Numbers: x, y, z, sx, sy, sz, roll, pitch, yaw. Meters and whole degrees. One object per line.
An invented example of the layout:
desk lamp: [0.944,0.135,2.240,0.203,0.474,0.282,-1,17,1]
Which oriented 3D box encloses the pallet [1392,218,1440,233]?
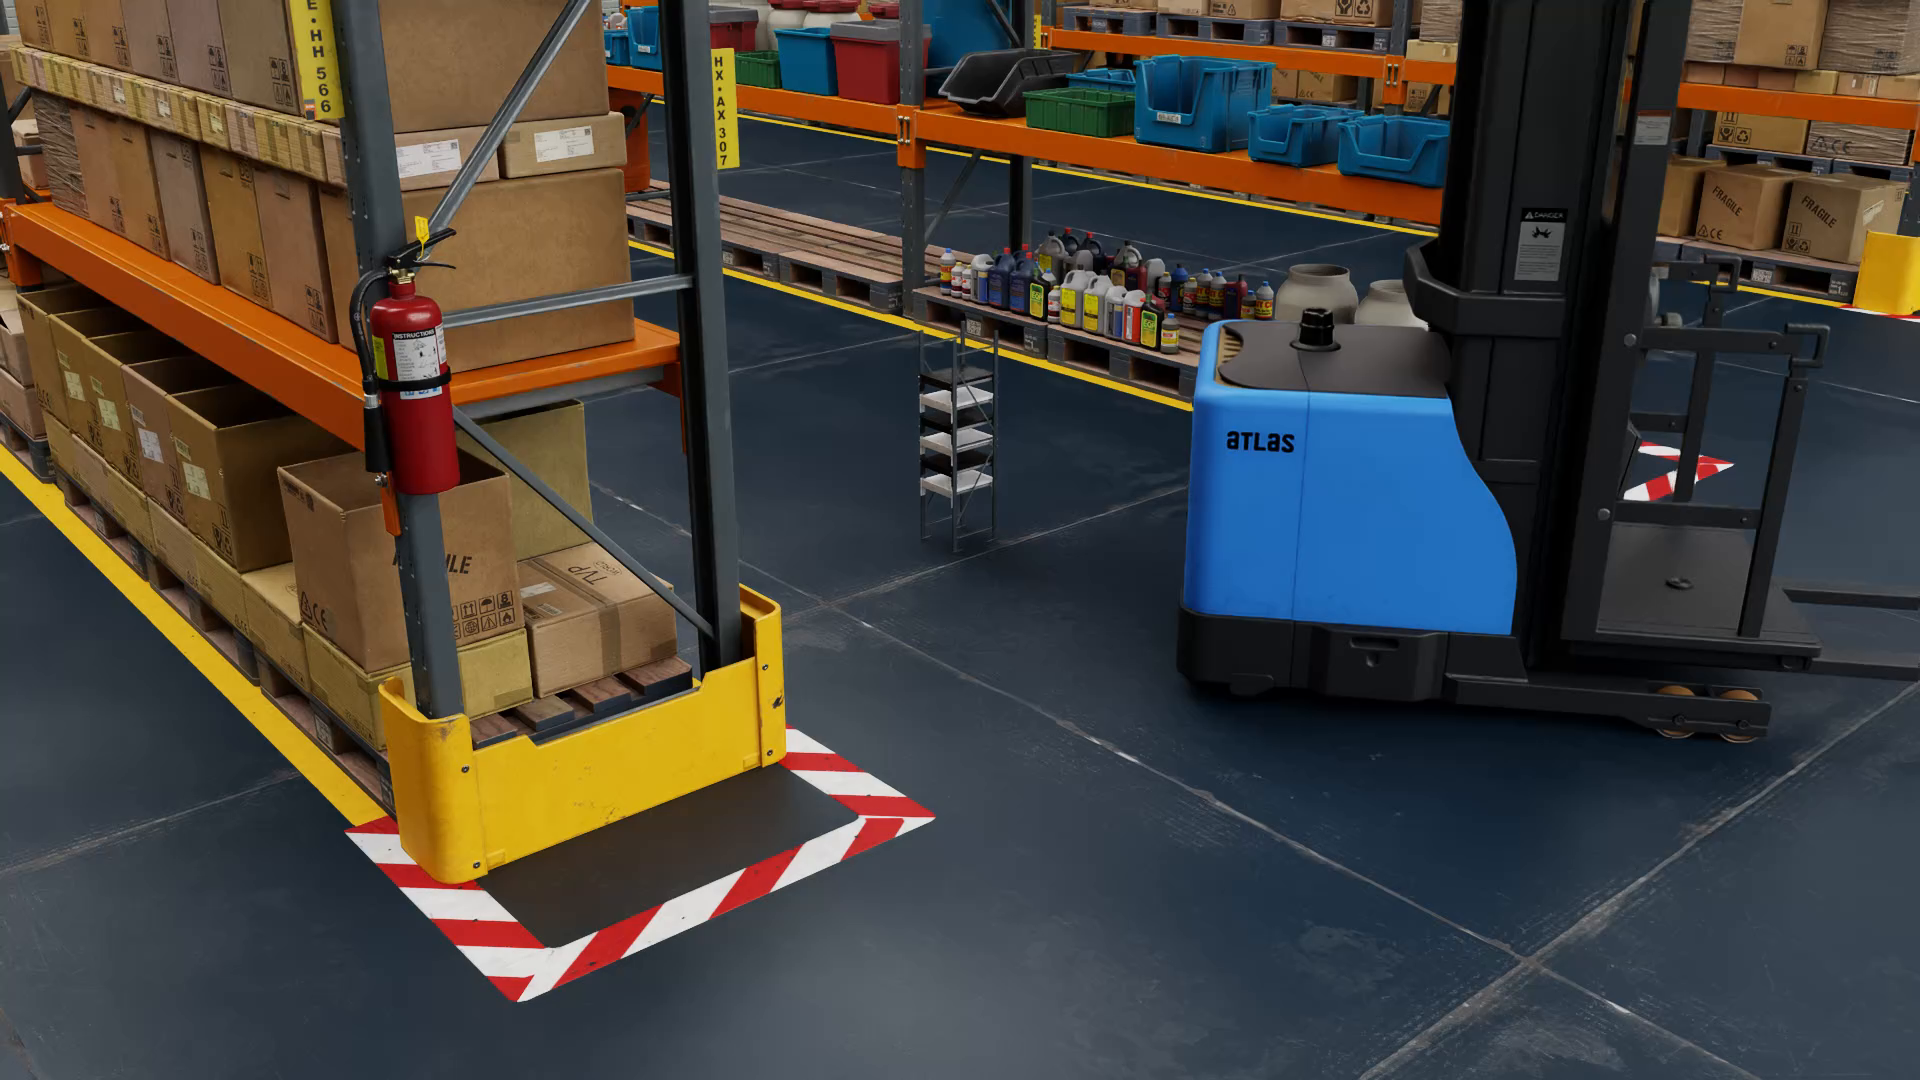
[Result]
pallet: [4.269,-2.621,13.385,1.003,0.211,1.213,-17,27,-37]

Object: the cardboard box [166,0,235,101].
cardboard box: [-2.099,-1.714,5.331,0.700,0.500,0.500,-17,27,-37]

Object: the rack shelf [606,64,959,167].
rack shelf: [-1.253,-3.135,11.861,1.077,0.370,4.000,-17,27,-37]

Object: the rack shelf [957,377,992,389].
rack shelf: [-0.005,-0.656,6.734,0.199,0.015,0.184,-17,27,-37]

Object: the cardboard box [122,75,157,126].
cardboard box: [-2.660,-1.540,5.776,0.380,0.149,0.250,-18,28,-38]

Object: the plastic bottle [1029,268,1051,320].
plastic bottle: [0.464,-1.428,9.637,0.061,0.283,0.133,-16,26,-35]

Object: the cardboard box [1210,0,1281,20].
cardboard box: [2.603,-4.797,14.400,0.797,0.503,0.637,-14,26,-32]

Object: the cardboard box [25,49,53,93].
cardboard box: [-3.510,-1.898,6.690,0.380,0.149,0.250,-17,27,-37]

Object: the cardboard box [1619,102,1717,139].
cardboard box: [7.154,-4.547,16.989,1.050,0.750,0.750,-18,27,-38]

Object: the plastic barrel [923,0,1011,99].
plastic barrel: [0.029,-3.329,10.684,0.600,0.901,0.708,-17,27,-37]

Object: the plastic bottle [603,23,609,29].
plastic bottle: [-2.981,-4.219,13.915,0.097,0.201,0.097,0,21,0]

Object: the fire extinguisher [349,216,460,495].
fire extinguisher: [-1.367,-0.454,4.137,0.296,0.674,0.183,-17,27,-37]

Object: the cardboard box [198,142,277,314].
cardboard box: [-2.053,-1.095,5.529,0.700,0.500,0.500,-17,27,-37]

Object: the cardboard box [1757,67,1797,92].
cardboard box: [5.556,-3.102,11.136,0.380,0.149,0.250,-17,27,-37]

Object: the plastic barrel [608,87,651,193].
plastic barrel: [-2.891,-3.338,13.794,0.600,0.830,0.708,-17,27,-37]

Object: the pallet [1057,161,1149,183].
pallet: [1.702,-3.687,16.107,1.003,0.211,1.213,-17,27,-37]

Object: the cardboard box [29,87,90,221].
cardboard box: [-3.409,-1.664,6.983,0.700,0.500,0.500,-18,28,-39]

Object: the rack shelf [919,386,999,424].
rack shelf: [-0.005,-0.558,6.772,0.258,0.077,0.200,-17,27,-37]

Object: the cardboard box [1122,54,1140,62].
cardboard box: [2.412,-6.642,22.755,0.380,0.149,0.250,-16,26,-35]

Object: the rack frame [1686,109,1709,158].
rack frame: [7.628,-5.249,16.272,1.000,3.000,0.127,-17,27,-37]

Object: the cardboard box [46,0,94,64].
cardboard box: [-3.078,-2.129,6.391,0.700,0.500,0.500,-18,27,-38]

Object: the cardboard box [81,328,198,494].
cardboard box: [-2.985,-0.524,6.376,0.500,0.500,0.500,-17,27,-37]

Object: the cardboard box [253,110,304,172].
cardboard box: [-1.825,-1.185,4.870,0.380,0.149,0.250,-18,28,-38]

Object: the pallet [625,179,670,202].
pallet: [-3.105,-2.932,14.179,1.003,0.211,1.213,-17,27,-37]

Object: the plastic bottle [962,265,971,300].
plastic bottle: [0.061,-1.570,10.114,0.097,0.201,0.097,0,21,0]

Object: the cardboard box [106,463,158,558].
cardboard box: [-2.985,-0.175,6.512,0.500,0.250,0.500,-17,27,-37]

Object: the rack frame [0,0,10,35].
rack frame: [-6.314,-2.844,10.132,1.000,3.000,0.127,-17,27,-37]

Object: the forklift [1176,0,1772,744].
forklift: [2.303,-0.923,5.321,3.031,2.935,1.130,4,22,9]

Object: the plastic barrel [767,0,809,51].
plastic barrel: [-1.168,-3.619,11.925,0.433,0.535,0.433,0,21,0]

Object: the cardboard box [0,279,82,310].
cardboard box: [-4.529,-1.101,8.108,0.500,0.311,0.500,-17,27,-36]

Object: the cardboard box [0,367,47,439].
cardboard box: [-4.193,-0.700,7.852,0.500,0.250,0.500,-18,28,-38]

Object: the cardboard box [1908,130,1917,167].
cardboard box: [9.170,-3.764,14.819,0.875,0.875,0.875,-18,28,-38]

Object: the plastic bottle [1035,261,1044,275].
plastic bottle: [0.451,-1.518,9.885,0.097,0.271,0.097,0,21,0]

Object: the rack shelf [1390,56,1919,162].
rack shelf: [5.110,-3.209,12.049,1.077,0.370,4.000,-17,27,-37]

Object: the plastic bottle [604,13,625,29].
plastic bottle: [-2.899,-4.289,13.991,0.152,0.276,0.135,-17,27,-37]

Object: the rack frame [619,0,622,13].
rack frame: [-4.029,-7.411,21.794,1.000,3.000,0.127,-17,27,-37]

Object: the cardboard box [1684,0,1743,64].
cardboard box: [5.366,-3.592,11.498,0.875,0.500,0.500,-17,27,-37]

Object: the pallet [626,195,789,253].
pallet: [-2.083,-2.500,13.079,1.003,0.211,1.213,-17,27,-37]

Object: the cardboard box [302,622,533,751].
cardboard box: [-1.666,0.373,5.113,0.500,0.250,0.500,-17,27,-37]

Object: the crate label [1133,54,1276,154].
crate label: [1.257,-2.272,8.624,0.502,0.435,0.616,-17,27,-37]

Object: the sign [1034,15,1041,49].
sign: [0.476,-3.174,10.595,0.100,0.325,0.005,-17,27,-37]

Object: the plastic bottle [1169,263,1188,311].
plastic bottle: [1.294,-1.500,9.838,0.097,0.271,0.097,0,21,0]

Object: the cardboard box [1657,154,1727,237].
cardboard box: [5.210,-2.534,12.191,0.500,0.500,0.500,-14,26,-33]

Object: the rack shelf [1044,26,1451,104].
rack shelf: [6.206,-6.746,17.349,10.864,3.092,4.000,-17,27,-37]

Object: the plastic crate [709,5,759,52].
plastic crate: [-1.736,-3.533,11.803,0.402,0.464,0.583,-17,27,-37]

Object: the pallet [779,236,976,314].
pallet: [-0.490,-1.826,11.357,1.003,0.211,1.213,-17,27,-37]

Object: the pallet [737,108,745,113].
pallet: [-2.655,-5.574,20.926,1.003,0.211,1.213,-17,27,-37]

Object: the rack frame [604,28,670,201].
rack frame: [-2.559,-4.022,13.140,1.000,3.000,0.127,-17,27,-37]

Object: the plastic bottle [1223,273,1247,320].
plastic bottle: [1.582,-1.394,9.551,0.061,0.283,0.133,-17,27,-37]

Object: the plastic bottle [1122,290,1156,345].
plastic bottle: [0.988,-1.228,9.137,0.152,0.276,0.135,-17,27,-37]

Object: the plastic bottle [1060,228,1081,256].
plastic bottle: [0.691,-1.779,10.442,0.144,0.351,0.185,-18,28,-39]

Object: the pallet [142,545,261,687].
pallet: [-2.415,0.126,6.372,1.003,0.211,1.213,-17,27,-37]

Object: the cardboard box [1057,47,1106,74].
cardboard box: [0.759,-4.603,16.961,1.225,0.875,0.875,-19,28,-40]

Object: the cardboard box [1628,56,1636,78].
cardboard box: [4.904,-3.379,11.842,0.380,0.149,0.250,-17,27,-37]

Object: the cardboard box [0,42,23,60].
cardboard box: [-4.863,-2.285,8.569,0.500,0.500,0.500,-17,27,-37]

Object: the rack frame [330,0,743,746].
rack frame: [-1.092,-0.634,4.489,1.000,3.000,0.127,-17,27,-37]
